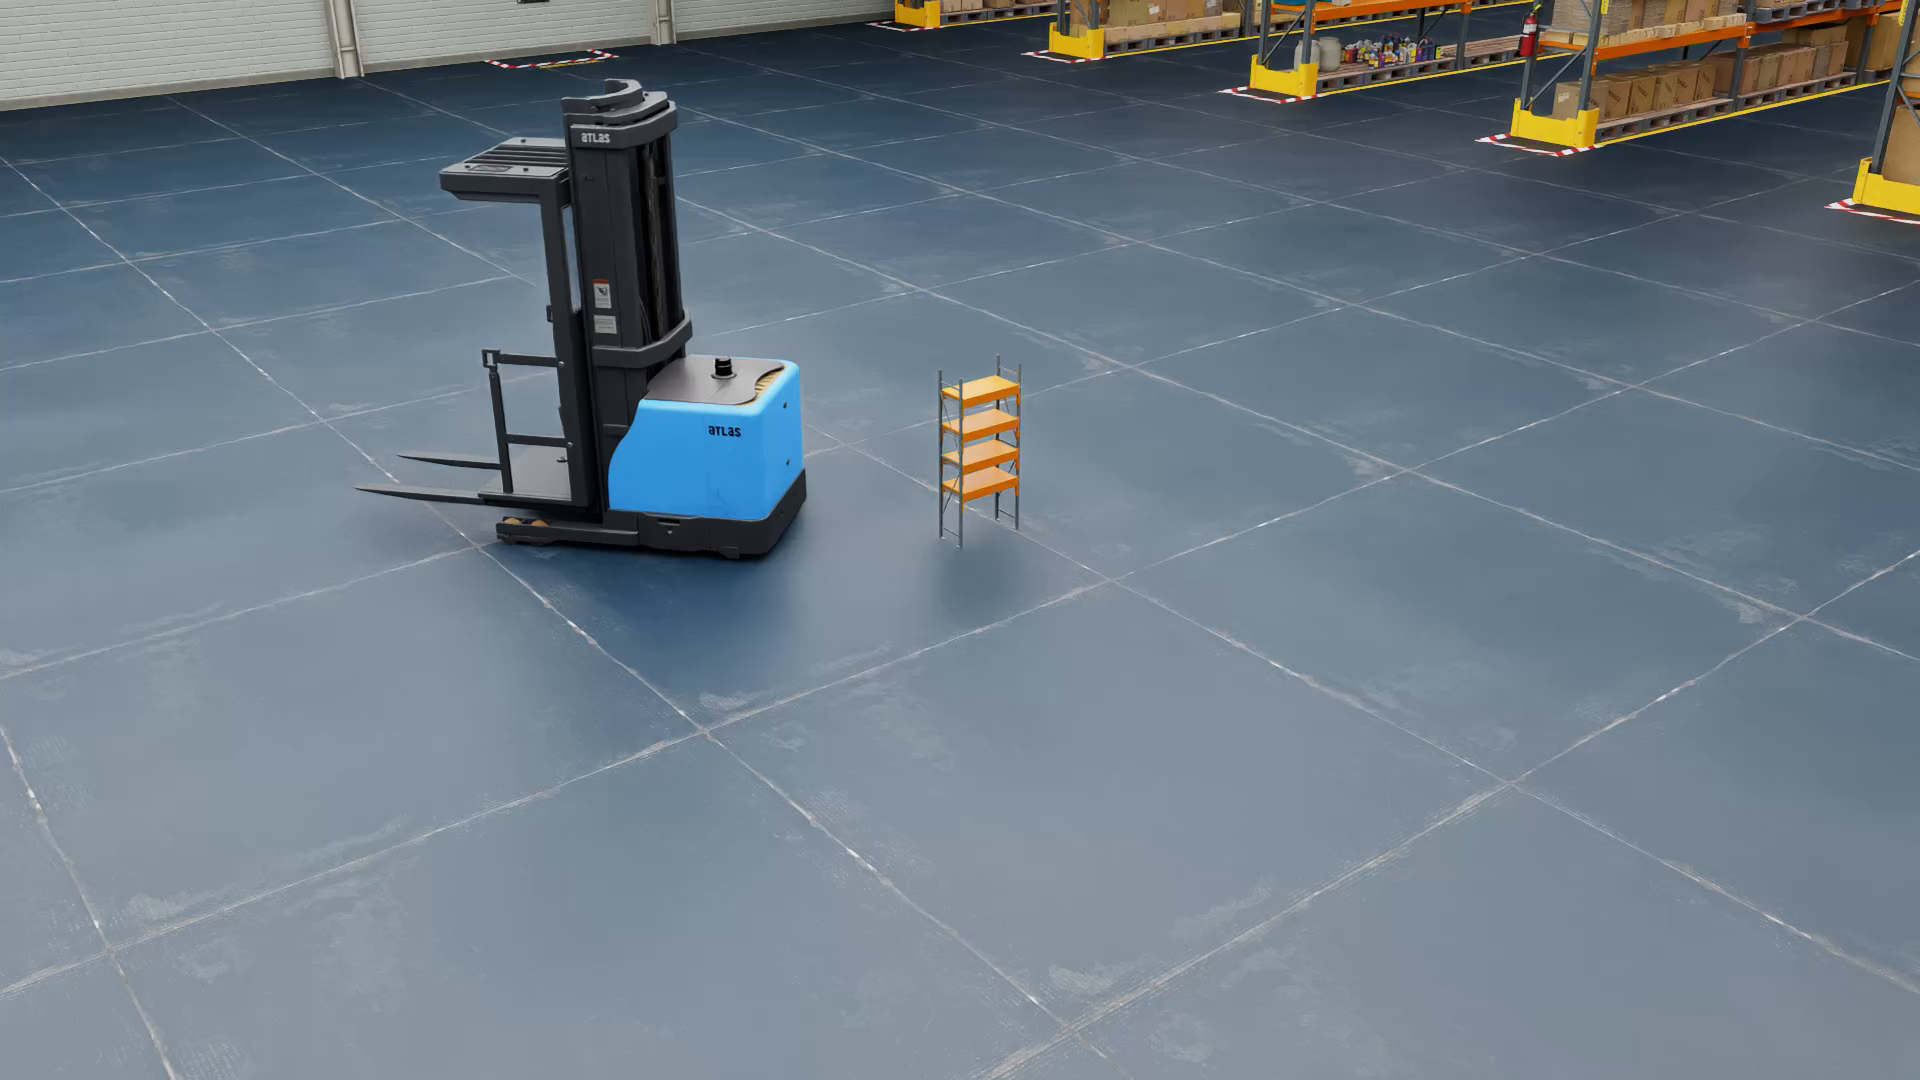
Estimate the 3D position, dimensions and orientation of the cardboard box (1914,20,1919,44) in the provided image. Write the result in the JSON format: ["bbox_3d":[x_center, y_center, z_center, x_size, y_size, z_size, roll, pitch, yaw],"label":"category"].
[{"bbox_3d":[11.540,-5.928,18.999,0.550,0.550,0.875,-18,31,-34],"label":"cardboard box"}]

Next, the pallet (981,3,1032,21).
[{"bbox_3d":[0.754,-11.148,35.020,1.213,0.211,1.003,-18,31,-34],"label":"pallet"}]

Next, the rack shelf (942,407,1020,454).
[{"bbox_3d":[0.130,-0.729,11.024,0.480,0.148,0.258,-18,31,-34],"label":"rack shelf"}]

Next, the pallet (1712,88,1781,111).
[{"bbox_3d":[12.002,-6.933,25.937,1.213,0.211,1.003,-18,31,-34],"label":"pallet"}]

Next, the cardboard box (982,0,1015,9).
[{"bbox_3d":[0.730,-11.416,34.732,0.500,0.500,0.700,-21,32,-37],"label":"cardboard box"}]

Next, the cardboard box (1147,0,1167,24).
[{"bbox_3d":[3.470,-9.852,30.792,0.500,0.500,0.500,-18,31,-34],"label":"cardboard box"}]

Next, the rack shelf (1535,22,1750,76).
[{"bbox_3d":[9.817,-7.149,23.946,4.000,0.370,1.077,-18,31,-34],"label":"rack shelf"}]

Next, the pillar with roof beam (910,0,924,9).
[{"bbox_3d":[1.747,-13.642,29.955,0.400,9.000,9.100,-18,31,-34],"label":"pillar with roof beam"}]

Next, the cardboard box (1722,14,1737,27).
[{"bbox_3d":[11.200,-7.666,24.503,0.250,0.149,0.380,-18,31,-34],"label":"cardboard box"}]

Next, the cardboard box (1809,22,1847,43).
[{"bbox_3d":[14.030,-8.256,27.032,0.500,0.250,0.500,-17,30,-32],"label":"cardboard box"}]

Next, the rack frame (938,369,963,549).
[{"bbox_3d":[-0.062,-0.524,10.953,0.015,1.200,0.240,-18,31,-34],"label":"rack frame"}]

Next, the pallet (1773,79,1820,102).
[{"bbox_3d":[12.963,-7.251,26.624,1.213,0.211,1.003,-18,31,-34],"label":"pallet"}]

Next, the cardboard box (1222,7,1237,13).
[{"bbox_3d":[5.428,-10.425,32.916,0.500,0.250,0.500,-19,31,-35],"label":"cardboard box"}]

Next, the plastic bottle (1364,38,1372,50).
[{"bbox_3d":[6.960,-8.402,28.415,0.185,0.351,0.144,-19,31,-34],"label":"plastic bottle"}]

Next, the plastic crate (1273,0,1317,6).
[{"bbox_3d":[5.396,-8.758,26.735,0.616,0.251,0.499,-18,31,-34],"label":"plastic crate"}]

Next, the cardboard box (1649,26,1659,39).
[{"bbox_3d":[9.594,-7.164,23.421,0.250,0.149,0.380,-18,31,-34],"label":"cardboard box"}]

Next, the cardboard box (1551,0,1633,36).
[{"bbox_3d":[8.693,-7.270,22.879,0.500,0.500,0.875,-18,31,-34],"label":"cardboard box"}]

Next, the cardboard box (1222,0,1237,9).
[{"bbox_3d":[5.423,-10.675,32.790,0.500,0.311,0.500,-18,31,-34],"label":"cardboard box"}]

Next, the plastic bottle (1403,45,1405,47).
[{"bbox_3d":[7.517,-8.234,28.133,0.133,0.283,0.061,-18,31,-34],"label":"plastic bottle"}]

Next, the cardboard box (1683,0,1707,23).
[{"bbox_3d":[10.252,-7.797,24.016,0.500,0.500,0.875,-18,31,-34],"label":"cardboard box"}]

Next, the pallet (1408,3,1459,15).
[{"bbox_3d":[9.999,-11.548,35.883,1.213,0.211,1.003,-18,31,-34],"label":"pallet"}]

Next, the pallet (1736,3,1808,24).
[{"bbox_3d":[12.082,-8.058,25.278,1.213,0.211,1.003,-18,31,-34],"label":"pallet"}]

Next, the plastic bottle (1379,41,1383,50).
[{"bbox_3d":[7.202,-8.426,28.560,0.097,0.271,0.097,0,25,0],"label":"plastic bottle"}]

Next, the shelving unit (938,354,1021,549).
[{"bbox_3d":[0.130,-0.587,11.090,0.503,1.200,0.258,-18,31,-34],"label":"shelving unit"}]

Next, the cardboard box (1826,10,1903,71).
[{"bbox_3d":[15.094,-8.433,27.883,0.875,0.875,1.225,-20,32,-36],"label":"cardboard box"}]

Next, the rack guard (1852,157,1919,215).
[{"bbox_3d":[11.205,-4.146,19.591,0.348,0.500,1.175,-18,31,-34],"label":"rack guard"}]

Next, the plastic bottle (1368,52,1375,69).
[{"bbox_3d":[6.806,-7.926,27.484,0.097,0.271,0.097,0,25,0],"label":"plastic bottle"}]

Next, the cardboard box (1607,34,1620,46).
[{"bbox_3d":[8.823,-6.896,22.843,0.250,0.149,0.380,-18,31,-34],"label":"cardboard box"}]

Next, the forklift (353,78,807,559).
[{"bbox_3d":[-2.649,-1.502,11.006,3.031,2.935,1.130,5,25,10],"label":"forklift"}]

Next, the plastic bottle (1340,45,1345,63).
[{"bbox_3d":[6.442,-8.223,28.109,0.133,0.283,0.061,-17,30,-33],"label":"plastic bottle"}]

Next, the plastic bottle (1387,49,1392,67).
[{"bbox_3d":[7.154,-8.041,27.732,0.097,0.271,0.097,0,25,0],"label":"plastic bottle"}]

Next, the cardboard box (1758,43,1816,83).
[{"bbox_3d":[13.153,-7.621,26.555,0.500,0.500,0.700,-15,29,-30],"label":"cardboard box"}]

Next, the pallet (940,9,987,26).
[{"bbox_3d":[-0.206,-10.833,34.341,1.213,0.211,1.003,-18,31,-34],"label":"pallet"}]

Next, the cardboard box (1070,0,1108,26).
[{"bbox_3d":[2.372,-9.760,30.593,0.500,0.500,0.500,-18,31,-34],"label":"cardboard box"}]

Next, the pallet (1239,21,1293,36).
[{"bbox_3d":[5.837,-10.217,33.014,1.213,0.211,1.003,-18,31,-34],"label":"pallet"}]

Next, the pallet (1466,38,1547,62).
[{"bbox_3d":[9.889,-8.906,30.190,1.213,0.211,1.003,-18,31,-34],"label":"pallet"}]

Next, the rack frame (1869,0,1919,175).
[{"bbox_3d":[11.224,-5.287,19.078,0.127,3.000,1.000,-18,31,-34],"label":"rack frame"}]

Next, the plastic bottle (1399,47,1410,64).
[{"bbox_3d":[7.470,-8.162,27.987,0.135,0.276,0.152,-18,30,-33],"label":"plastic bottle"}]

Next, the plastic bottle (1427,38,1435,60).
[{"bbox_3d":[8.005,-8.371,28.348,0.185,0.351,0.144,-19,31,-35],"label":"plastic bottle"}]

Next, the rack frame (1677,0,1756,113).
[{"bbox_3d":[11.391,-7.995,24.914,0.127,3.000,1.000,-18,31,-34],"label":"rack frame"}]

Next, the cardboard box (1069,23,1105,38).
[{"bbox_3d":[2.373,-9.419,30.749,0.500,0.250,0.500,-18,31,-34],"label":"cardboard box"}]

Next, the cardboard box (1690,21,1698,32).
[{"bbox_3d":[10.389,-7.419,23.972,0.250,0.149,0.380,-18,31,-34],"label":"cardboard box"}]

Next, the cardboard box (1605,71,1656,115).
[{"bbox_3d":[9.698,-6.492,24.146,0.500,0.500,0.500,-15,29,-29],"label":"cardboard box"}]

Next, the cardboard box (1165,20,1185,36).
[{"bbox_3d":[3.874,-9.637,31.218,0.500,0.250,0.500,-18,31,-34],"label":"cardboard box"}]

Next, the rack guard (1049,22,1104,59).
[{"bbox_3d":[2.114,-9.098,30.261,0.348,0.500,1.175,-18,31,-34],"label":"rack guard"}]

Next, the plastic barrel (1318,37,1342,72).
[{"bbox_3d":[6.052,-7.985,27.349,0.421,0.512,0.421,0,25,0],"label":"plastic barrel"}]

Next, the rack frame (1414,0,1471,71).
[{"bbox_3d":[8.334,-9.636,28.449,0.127,3.000,1.000,-18,31,-34],"label":"rack frame"}]
